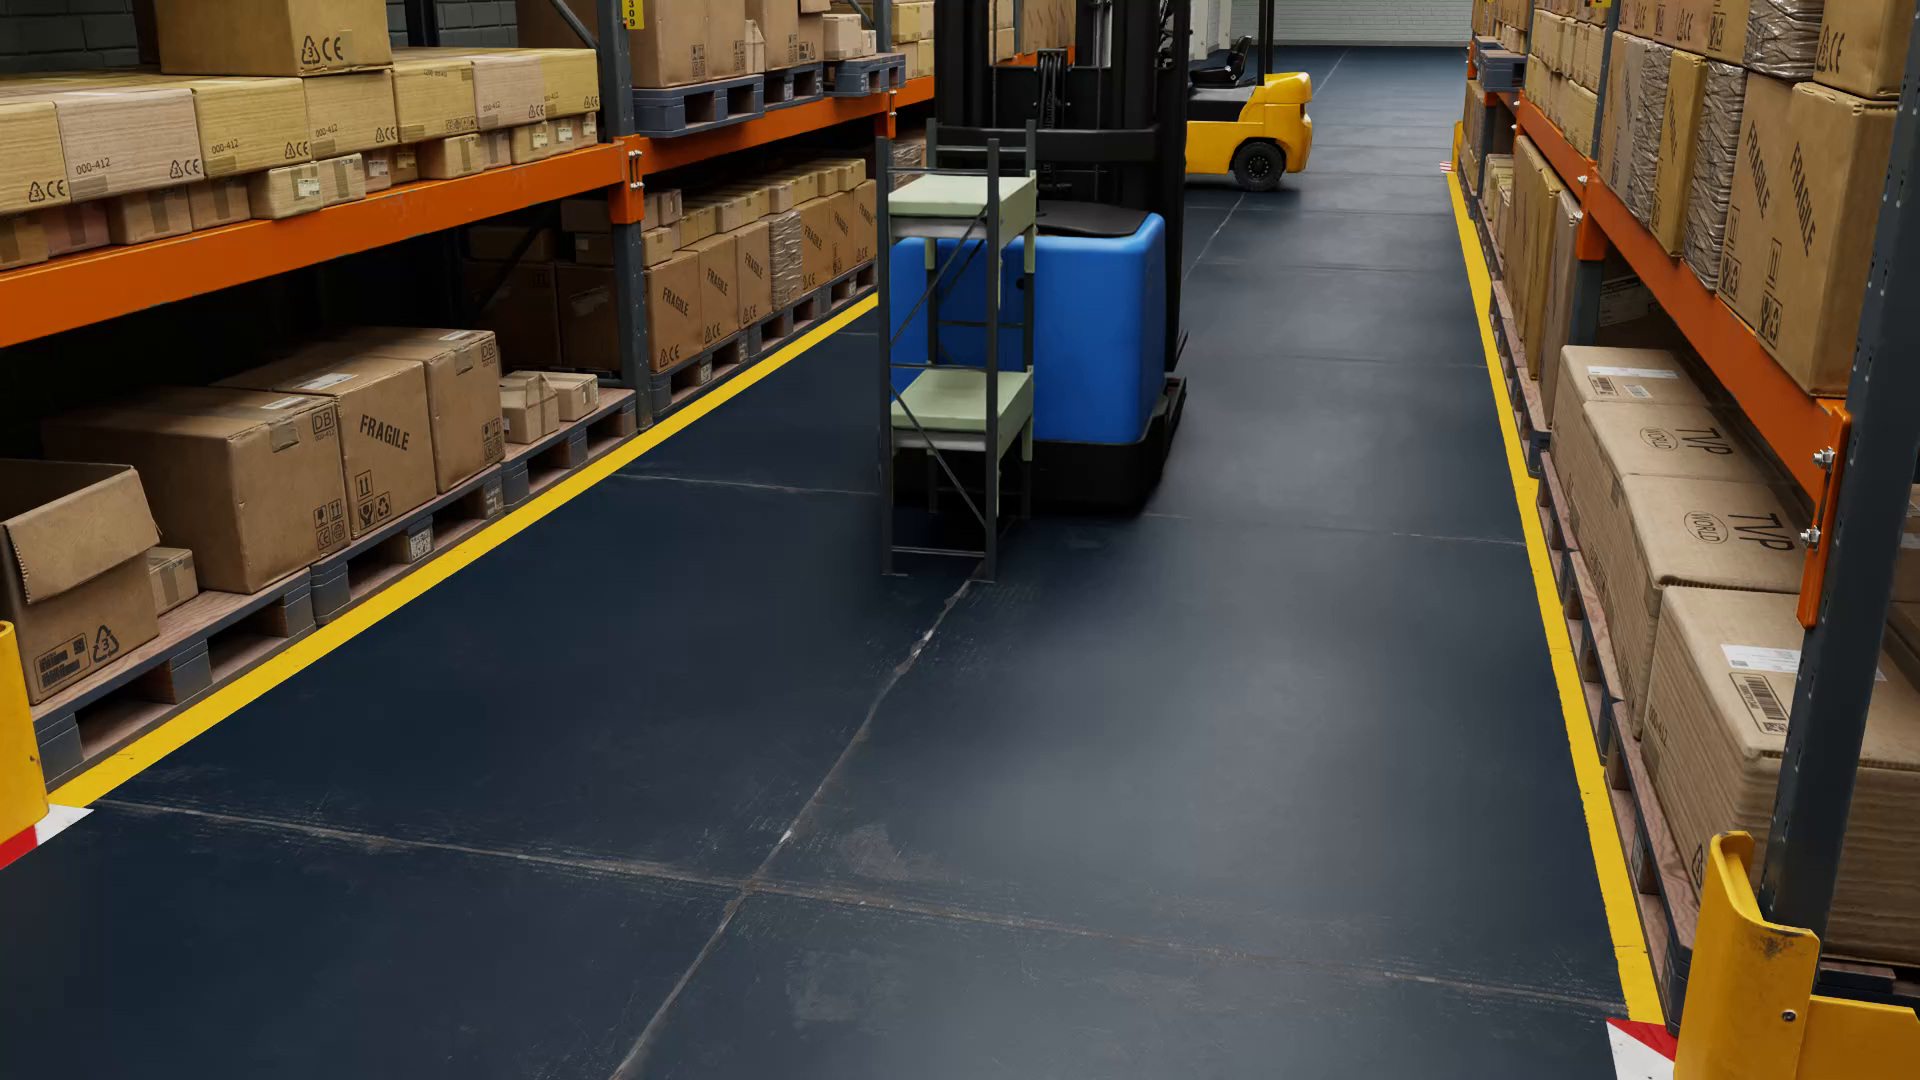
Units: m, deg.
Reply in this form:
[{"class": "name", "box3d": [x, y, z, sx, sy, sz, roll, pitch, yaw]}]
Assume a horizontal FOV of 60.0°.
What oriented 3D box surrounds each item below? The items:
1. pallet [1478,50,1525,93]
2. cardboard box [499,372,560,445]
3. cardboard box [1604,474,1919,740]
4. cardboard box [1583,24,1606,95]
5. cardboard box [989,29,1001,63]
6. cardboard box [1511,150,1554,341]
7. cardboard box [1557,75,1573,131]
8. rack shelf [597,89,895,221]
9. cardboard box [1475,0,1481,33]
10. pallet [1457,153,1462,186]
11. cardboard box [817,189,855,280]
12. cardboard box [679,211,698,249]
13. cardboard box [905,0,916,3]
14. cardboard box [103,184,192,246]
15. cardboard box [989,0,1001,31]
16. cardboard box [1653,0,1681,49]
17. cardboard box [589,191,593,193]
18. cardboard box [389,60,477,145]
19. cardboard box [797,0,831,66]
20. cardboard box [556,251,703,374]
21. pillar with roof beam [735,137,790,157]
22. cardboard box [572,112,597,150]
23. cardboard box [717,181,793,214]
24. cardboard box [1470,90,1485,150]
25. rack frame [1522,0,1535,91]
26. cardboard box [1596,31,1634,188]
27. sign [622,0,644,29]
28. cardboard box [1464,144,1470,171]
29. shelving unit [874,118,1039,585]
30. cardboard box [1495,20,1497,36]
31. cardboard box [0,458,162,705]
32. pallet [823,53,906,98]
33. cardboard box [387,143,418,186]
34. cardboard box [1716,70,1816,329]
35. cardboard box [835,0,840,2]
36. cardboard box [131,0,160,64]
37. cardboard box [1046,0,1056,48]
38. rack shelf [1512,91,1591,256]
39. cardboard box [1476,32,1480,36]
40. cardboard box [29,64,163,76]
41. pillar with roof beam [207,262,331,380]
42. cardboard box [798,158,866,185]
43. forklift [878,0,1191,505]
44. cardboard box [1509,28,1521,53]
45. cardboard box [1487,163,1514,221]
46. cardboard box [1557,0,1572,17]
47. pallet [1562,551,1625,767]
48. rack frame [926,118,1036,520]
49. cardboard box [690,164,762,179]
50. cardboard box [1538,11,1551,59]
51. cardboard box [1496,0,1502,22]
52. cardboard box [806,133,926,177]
[{"class": "pallet", "box3d": [3.939, -2.970, 10.539, 1.213, 0.211, 1.003, 5, 19, 13]}, {"class": "cardboard box", "box3d": [-1.862, -0.561, 6.770, 0.396, 0.266, 0.258, 5, 20, 15]}, {"class": "cardboard box", "box3d": [2.193, 0.190, 4.305, 0.875, 0.438, 0.875, 5, 20, 15]}, {"class": "cardboard box", "box3d": [2.762, -1.898, 6.563, 0.500, 0.250, 0.500, 5, 19, 13]}, {"class": "cardboard box", "box3d": [0.044, -4.066, 13.683, 0.500, 0.250, 0.500, 5, 19, 13]}, {"class": "cardboard box", "box3d": [3.396, -1.533, 8.673, 0.875, 0.875, 0.875, 5, 19, 14]}, {"class": "cardboard box", "box3d": [3.023, -1.981, 7.579, 0.500, 0.250, 0.500, 4, 19, 12]}, {"class": "rack shelf", "box3d": [-1.435, -2.252, 9.255, 1.077, 0.370, 4.000, 5, 19, 13]}, {"class": "cardboard box", "box3d": [5.191, -5.076, 15.792, 0.500, 0.500, 0.500, 4, 19, 12]}, {"class": "pallet", "box3d": [5.571, -3.741, 16.814, 1.003, 0.211, 1.213, 5, 19, 13]}, {"class": "cardboard box", "box3d": [-0.974, -1.930, 10.415, 0.500, 0.500, 0.500, 4, 19, 13]}, {"class": "cardboard box", "box3d": [-1.534, -1.555, 8.312, 0.380, 0.149, 0.250, 4, 19, 11]}, {"class": "cardboard box", "box3d": [-0.519, -3.734, 11.322, 0.380, 0.149, 0.250, 5, 20, 15]}, {"class": "cardboard box", "box3d": [-2.386, -0.918, 4.622, 0.380, 0.149, 0.250, 5, 20, 15]}, {"class": "cardboard box", "box3d": [0.040, -4.303, 13.604, 0.500, 0.250, 0.500, 4, 19, 12]}, {"class": "cardboard box", "box3d": [2.274, -1.648, 4.670, 0.500, 0.500, 0.500, 5, 19, 14]}, {"class": "cardboard box", "box3d": [-1.839, -1.836, 9.136, 0.380, 0.149, 0.250, 5, 19, 14]}, {"class": "cardboard box", "box3d": [-2.054, -1.544, 5.838, 0.500, 0.250, 0.500, 5, 19, 13]}, {"class": "cardboard box", "box3d": [-1.166, -2.941, 9.348, 0.797, 0.503, 0.637, 4, 19, 12]}, {"class": "cardboard box", "box3d": [-1.587, -1.116, 8.031, 0.500, 0.500, 0.500, 6, 20, 16]}, {"class": "pillar with roof beam", "box3d": [2.673, -6.199, 10.413, 9.100, 9.000, 0.400, 5, 19, 13]}, {"class": "cardboard box", "box3d": [-1.757, -1.727, 6.993, 0.380, 0.149, 0.250, 5, 19, 14]}, {"class": "cardboard box", "box3d": [-1.173, -1.954, 9.483, 0.380, 0.149, 0.250, 4, 19, 11]}, {"class": "cardboard box", "box3d": [4.975, -3.861, 15.296, 0.500, 0.500, 0.500, 6, 20, 16]}, {"class": "rack frame", "box3d": [3.868, -2.829, 9.829, 1.000, 3.000, 0.127, 5, 19, 13]}, {"class": "cardboard box", "box3d": [2.522, -1.496, 5.772, 0.500, 0.500, 0.500, 5, 20, 15]}, {"class": "sign", "box3d": [-1.396, -2.335, 7.045, 0.100, 0.325, 0.005, 5, 19, 13]}, {"class": "cardboard box", "box3d": [5.104, -3.672, 15.900, 0.500, 0.250, 0.500, 6, 20, 17]}, {"class": "shelving unit", "box3d": [0.001, -0.687, 5.878, 0.431, 1.500, 0.755, 4, 19, 11]}, {"class": "cardboard box", "box3d": [4.404, -4.014, 13.038, 0.380, 0.149, 0.250, 5, 19, 14]}, {"class": "cardboard box", "box3d": [-2.660, 0.086, 4.507, 0.797, 0.503, 0.637, 4, 19, 11]}, {"class": "pallet", "box3d": [-1.044, -2.911, 10.366, 1.213, 0.211, 1.003, 5, 19, 13]}, {"class": "cardboard box", "box3d": [-2.136, -1.326, 5.818, 0.380, 0.149, 0.250, 5, 19, 14]}, {"class": "cardboard box", "box3d": [1.912, -0.697, 3.433, 0.500, 0.500, 0.500, 4, 19, 12]}, {"class": "cardboard box", "box3d": [-0.985, -3.859, 11.687, 0.380, 0.149, 0.250, 5, 19, 13]}, {"class": "cardboard box", "box3d": [-2.546, -1.945, 5.853, 0.500, 0.500, 0.500, 4, 19, 12]}, {"class": "cardboard box", "box3d": [0.626, -4.963, 15.921, 0.500, 0.500, 0.500, 4, 19, 13]}, {"class": "rack shelf", "box3d": [3.379, -1.862, 8.110, 1.077, 0.370, 4.000, 5, 19, 13]}, {"class": "cardboard box", "box3d": [5.241, -4.894, 16.265, 0.380, 0.149, 0.250, 5, 19, 14]}, {"class": "cardboard box", "box3d": [-2.665, -1.427, 5.498, 0.500, 0.250, 0.500, 5, 19, 13]}, {"class": "pillar with roof beam", "box3d": [1.207, -4.318, 4.907, 9.100, 9.000, 0.400, 5, 19, 13]}, {"class": "cardboard box", "box3d": [-0.822, -2.368, 10.693, 0.380, 0.149, 0.250, 4, 19, 11]}, {"class": "forklift", "box3d": [0.480, -1.960, 7.392, 1.130, 2.935, 3.031, 4, 19, 11]}, {"class": "cardboard box", "box3d": [3.733, -3.202, 10.661, 0.380, 0.149, 0.250, 4, 19, 13]}, {"class": "cardboard box", "box3d": [4.547, -2.648, 12.714, 0.950, 0.372, 0.625, 6, 20, 17]}, {"class": "cardboard box", "box3d": [3.130, -2.739, 7.865, 0.500, 0.500, 0.500, 5, 19, 14]}, {"class": "pallet", "box3d": [2.333, 0.360, 4.807, 1.003, 0.211, 1.213, 5, 19, 13]}, {"class": "rack frame", "box3d": [0.075, -0.803, 6.217, 0.400, 1.500, 0.023, 4, 19, 11]}, {"class": "cardboard box", "box3d": [-1.450, -2.238, 10.314, 0.380, 0.149, 0.250, 5, 19, 14]}, {"class": "cardboard box", "box3d": [3.377, -2.693, 8.891, 0.500, 0.250, 0.500, 5, 20, 15]}, {"class": "cardboard box", "box3d": [4.196, -4.034, 12.094, 0.500, 0.500, 0.500, 5, 19, 13]}, {"class": "cardboard box", "box3d": [-0.629, -2.695, 12.460, 0.875, 0.625, 0.625, 5, 20, 15]}]
